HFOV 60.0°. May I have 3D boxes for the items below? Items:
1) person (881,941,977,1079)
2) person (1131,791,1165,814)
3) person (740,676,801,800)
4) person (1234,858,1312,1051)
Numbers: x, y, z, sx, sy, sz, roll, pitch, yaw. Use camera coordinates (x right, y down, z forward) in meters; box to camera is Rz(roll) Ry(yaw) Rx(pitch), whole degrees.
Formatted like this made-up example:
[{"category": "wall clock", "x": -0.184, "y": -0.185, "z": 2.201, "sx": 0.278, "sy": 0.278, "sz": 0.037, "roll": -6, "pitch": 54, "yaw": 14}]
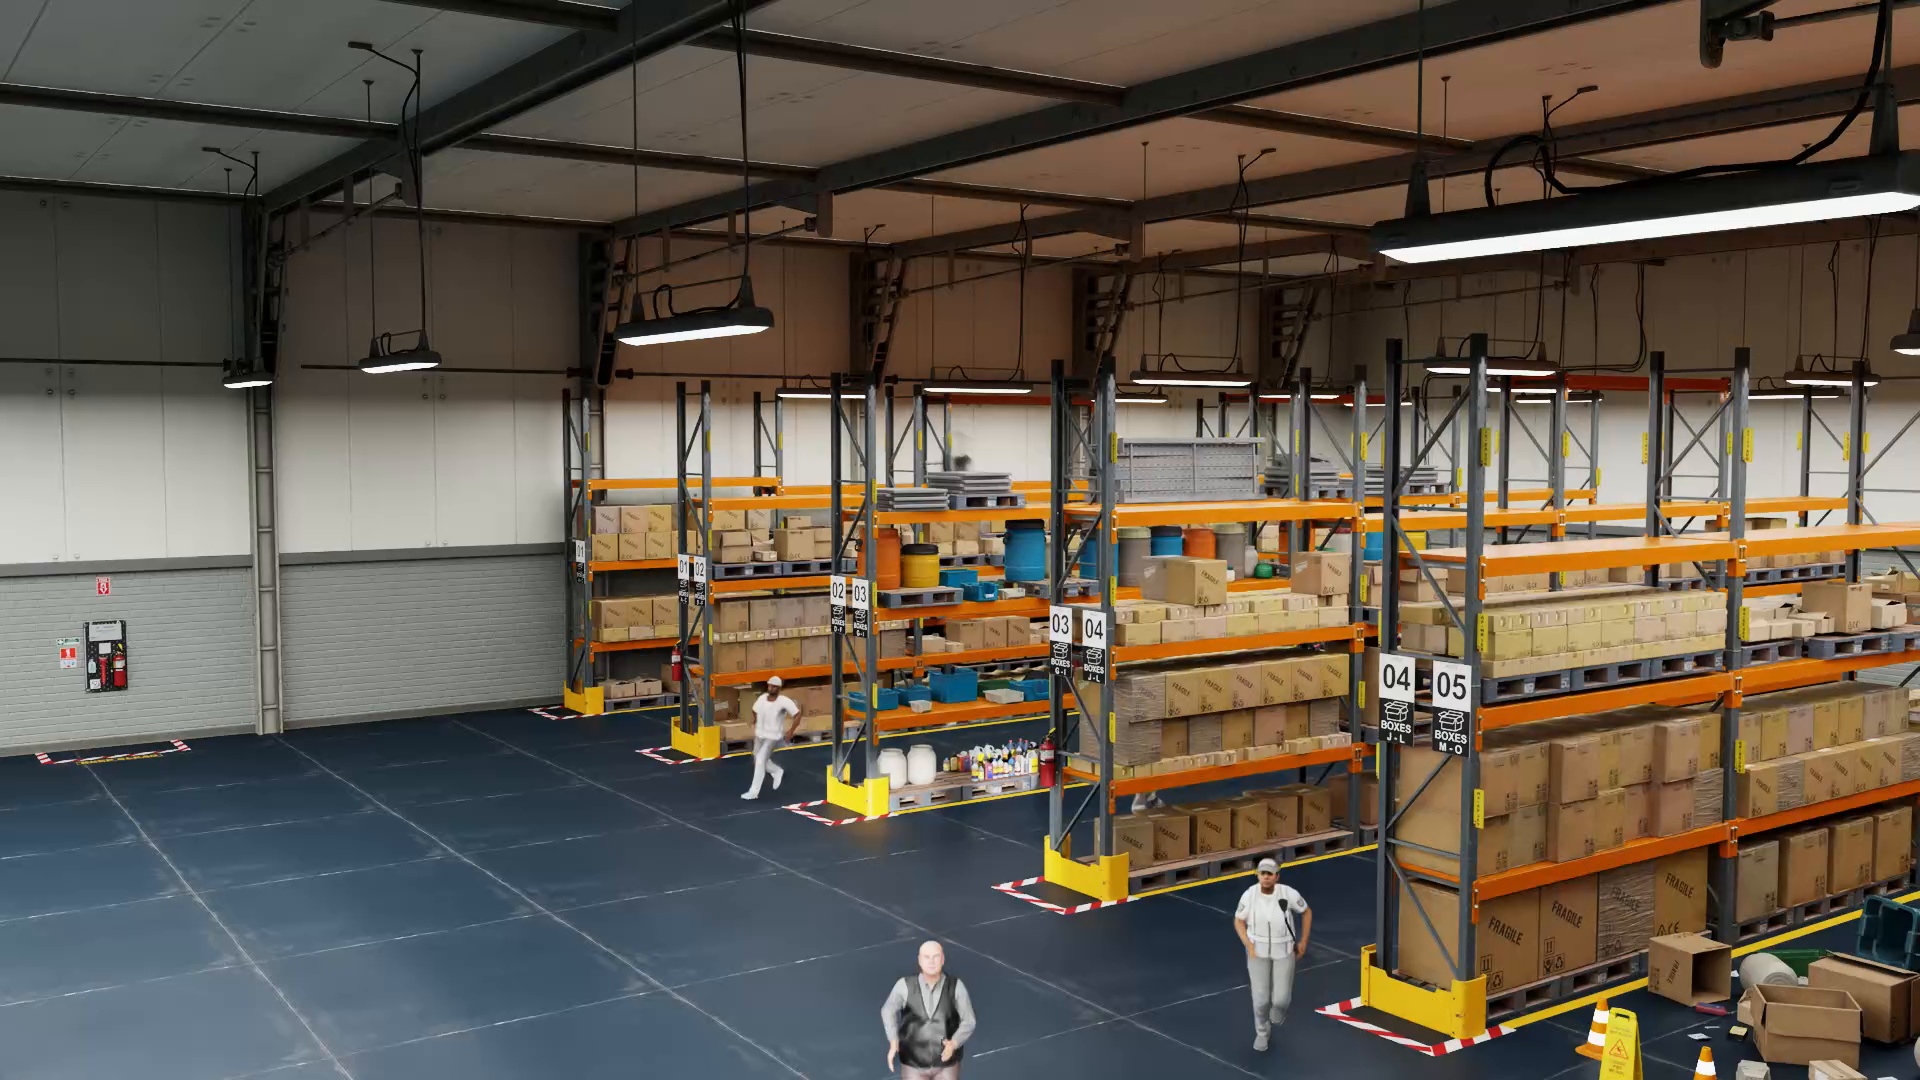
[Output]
[{"category": "person", "x": -0.208, "y": 3.593, "z": 11.383, "sx": 0.652, "sy": 1.678, "sz": 0.569, "roll": 0, "pitch": 4, "yaw": -4}, {"category": "person", "x": 2.370, "y": 2.867, "z": 21.513, "sx": 0.656, "sy": 1.786, "sz": 0.987, "roll": 4, "pitch": 5, "yaw": 44}, {"category": "person", "x": -2.710, "y": 2.788, "z": 23.549, "sx": 0.761, "sy": 1.731, "sz": 0.902, "roll": 3, "pitch": 5, "yaw": 36}, {"category": "person", "x": 2.610, "y": 3.471, "z": 13.922, "sx": 0.635, "sy": 1.633, "sz": 0.572, "roll": 1, "pitch": 4, "yaw": 14}]
